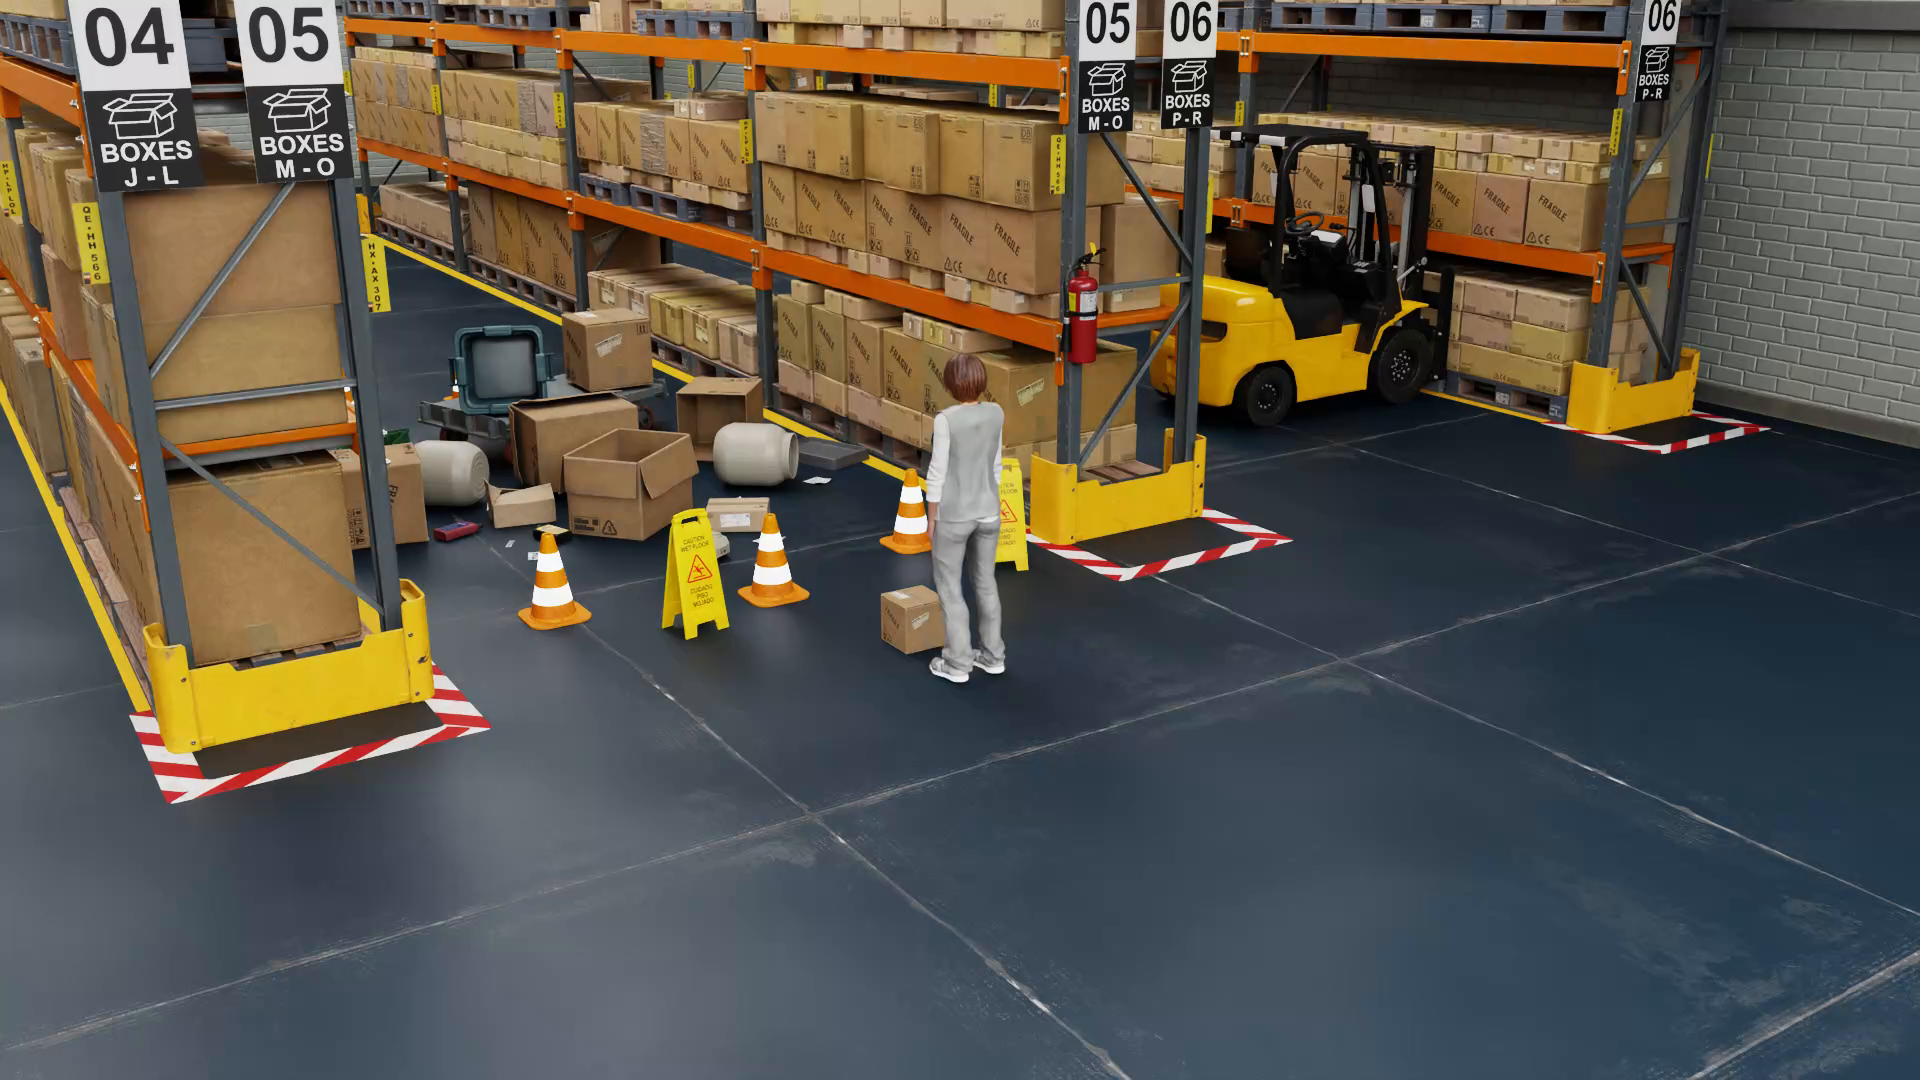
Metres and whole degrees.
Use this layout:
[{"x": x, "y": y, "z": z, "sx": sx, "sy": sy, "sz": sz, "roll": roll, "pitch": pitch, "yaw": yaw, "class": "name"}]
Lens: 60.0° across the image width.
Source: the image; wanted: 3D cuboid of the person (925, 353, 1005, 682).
[{"x": 0.016, "y": -0.102, "z": 7.889, "sx": 0.406, "sy": 1.596, "sz": 0.307, "roll": -11, "pitch": 21, "yaw": -30, "class": "person"}]
